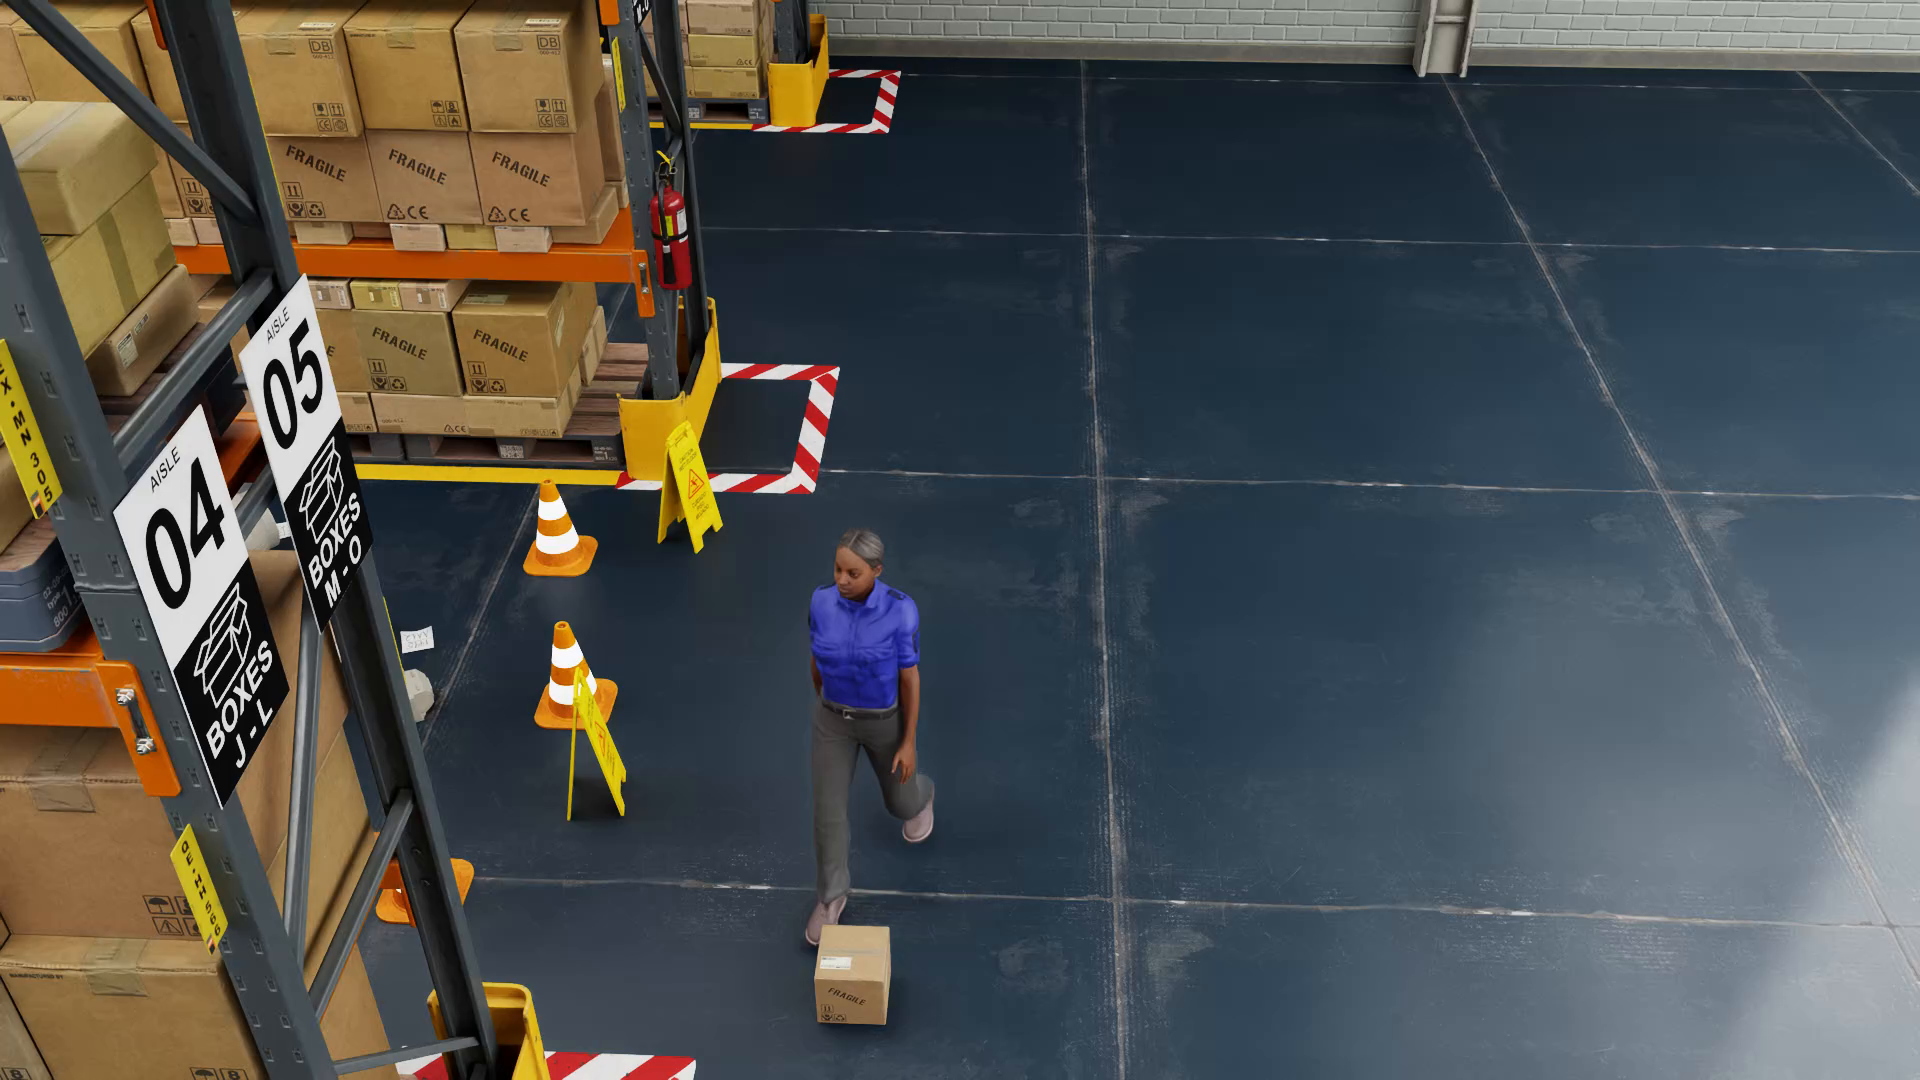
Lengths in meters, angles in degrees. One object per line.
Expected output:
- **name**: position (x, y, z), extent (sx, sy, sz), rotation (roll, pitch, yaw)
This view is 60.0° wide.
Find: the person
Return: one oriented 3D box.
- **person**: position (-0.362, 0.681, 6.162), extent (0.444, 1.619, 0.827), rotation (7, 36, 9)
